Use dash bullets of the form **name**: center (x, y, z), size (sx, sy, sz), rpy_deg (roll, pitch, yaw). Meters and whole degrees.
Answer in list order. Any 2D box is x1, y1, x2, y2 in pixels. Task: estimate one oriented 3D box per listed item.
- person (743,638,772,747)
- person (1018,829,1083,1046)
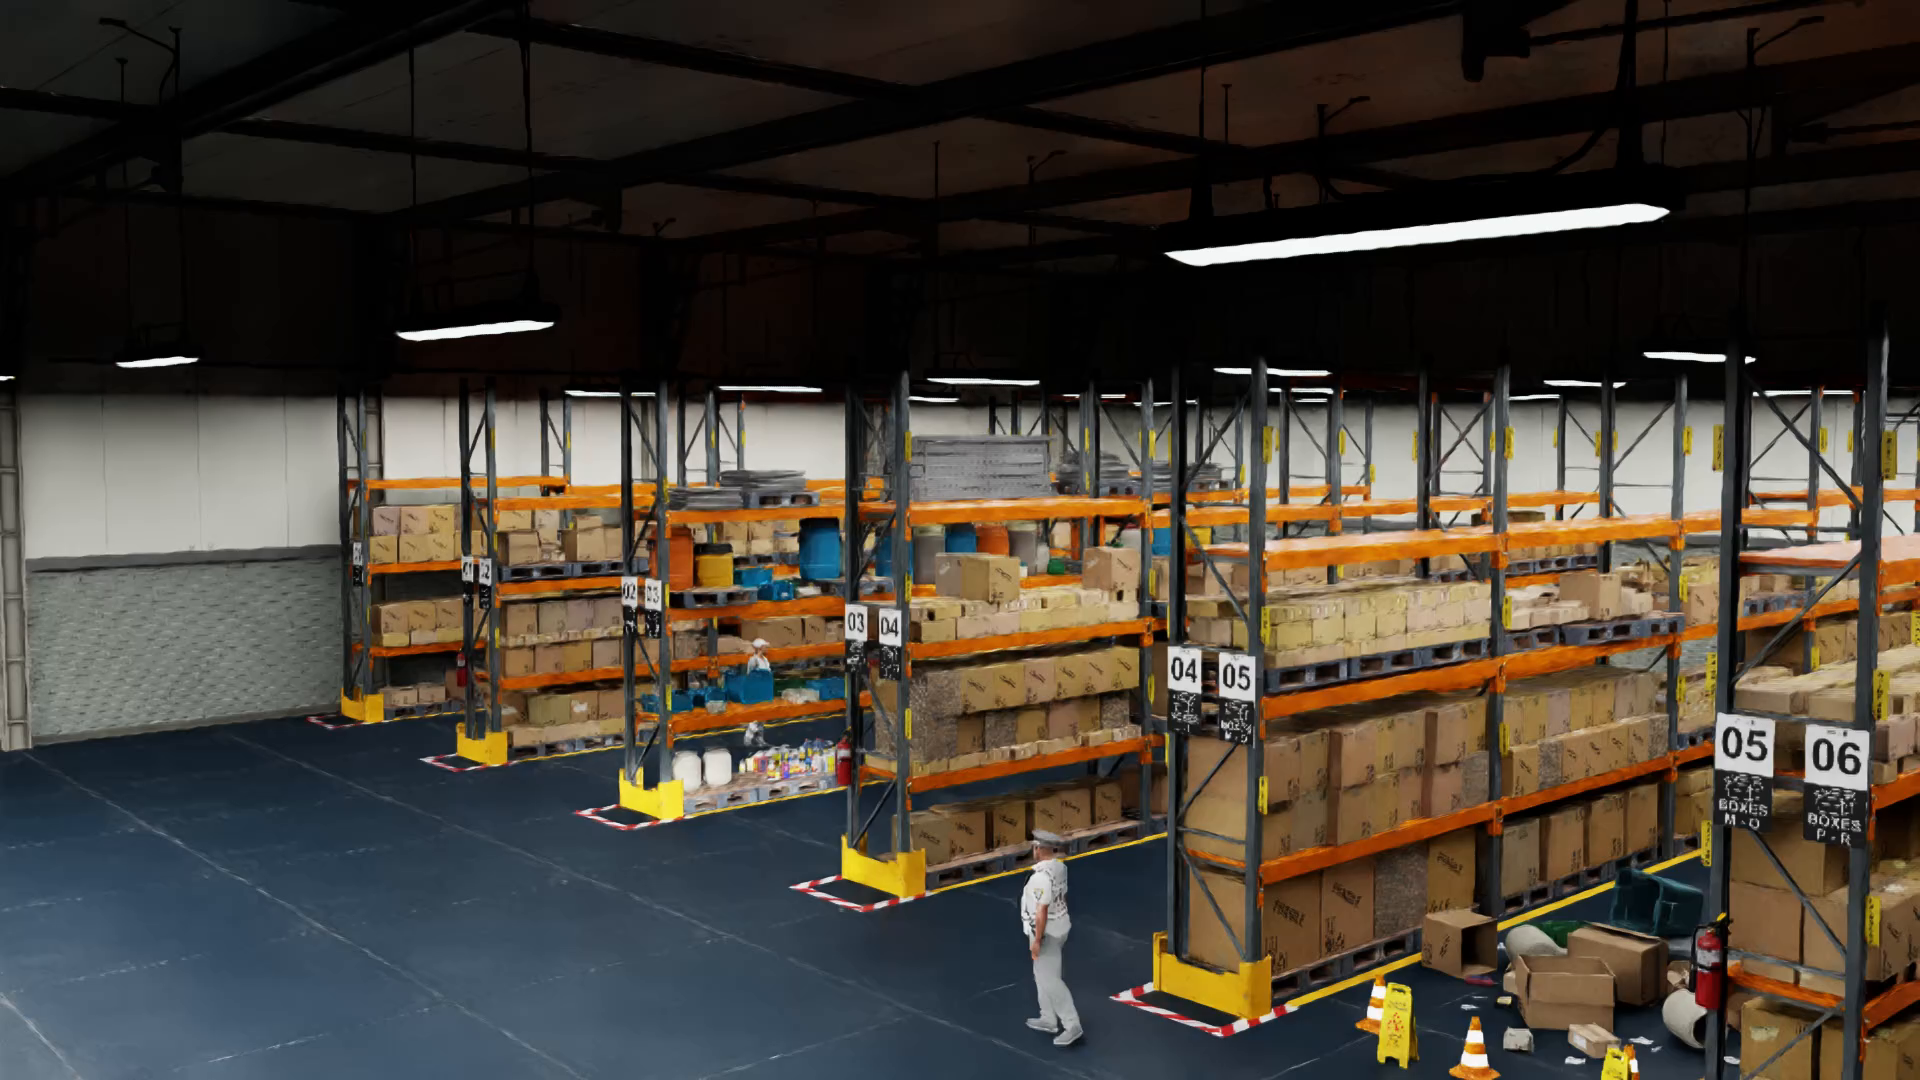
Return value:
- **person**: center (-3.291, 2.491, 27.107), size (0.443, 1.786, 0.598), rpy_deg (1, 4, 21)
- **person**: center (0.800, 3.367, 14.204), size (0.569, 1.747, 0.656), rpy_deg (1, 4, 20)
